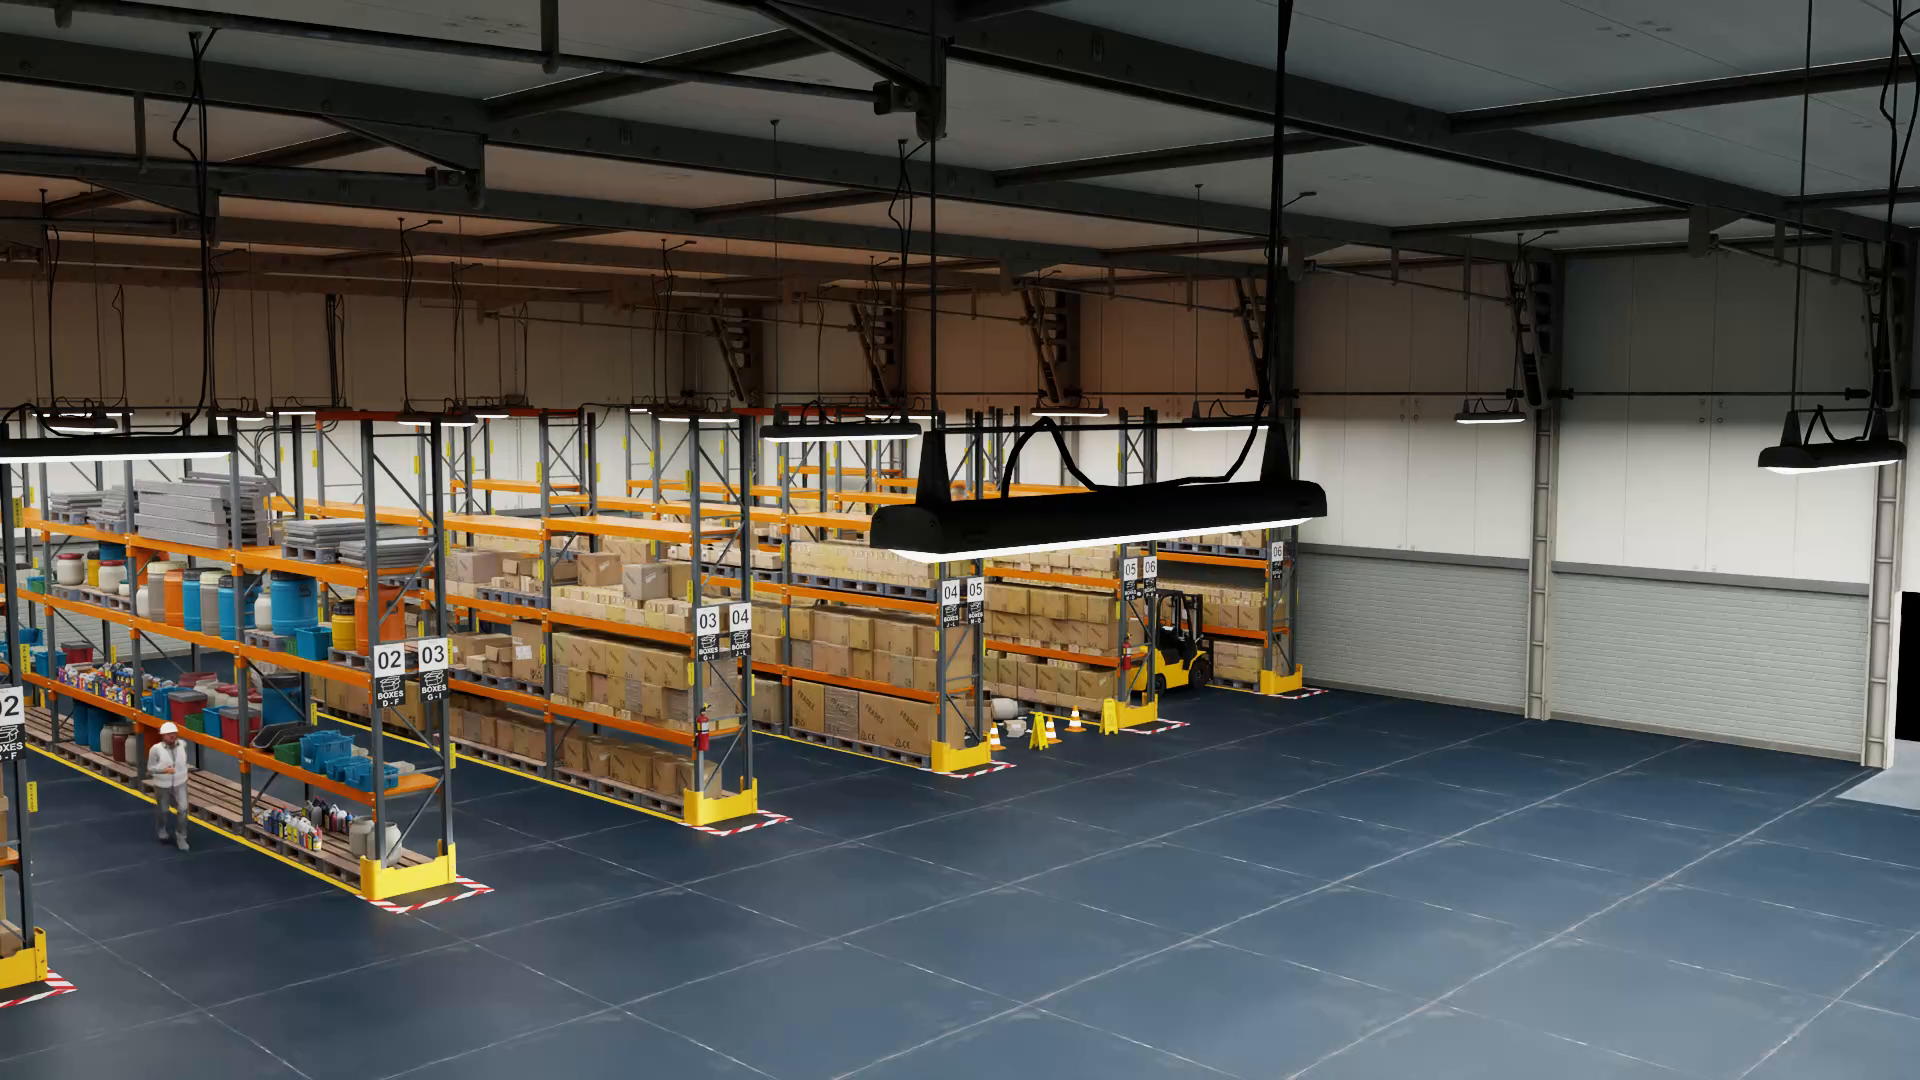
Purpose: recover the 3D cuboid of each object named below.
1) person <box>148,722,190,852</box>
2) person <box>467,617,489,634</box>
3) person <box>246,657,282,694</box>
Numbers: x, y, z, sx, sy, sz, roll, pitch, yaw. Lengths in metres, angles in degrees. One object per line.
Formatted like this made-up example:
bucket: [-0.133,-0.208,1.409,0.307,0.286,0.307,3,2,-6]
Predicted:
person: [-11.021,3.397,23.164,0.570,1.782,0.937,-4,6,-36]
person: [-12.143,1.801,41.706,0.620,1.635,0.927,1,5,13]
person: [-13.330,2.664,31.943,0.737,1.697,0.660,3,6,28]
